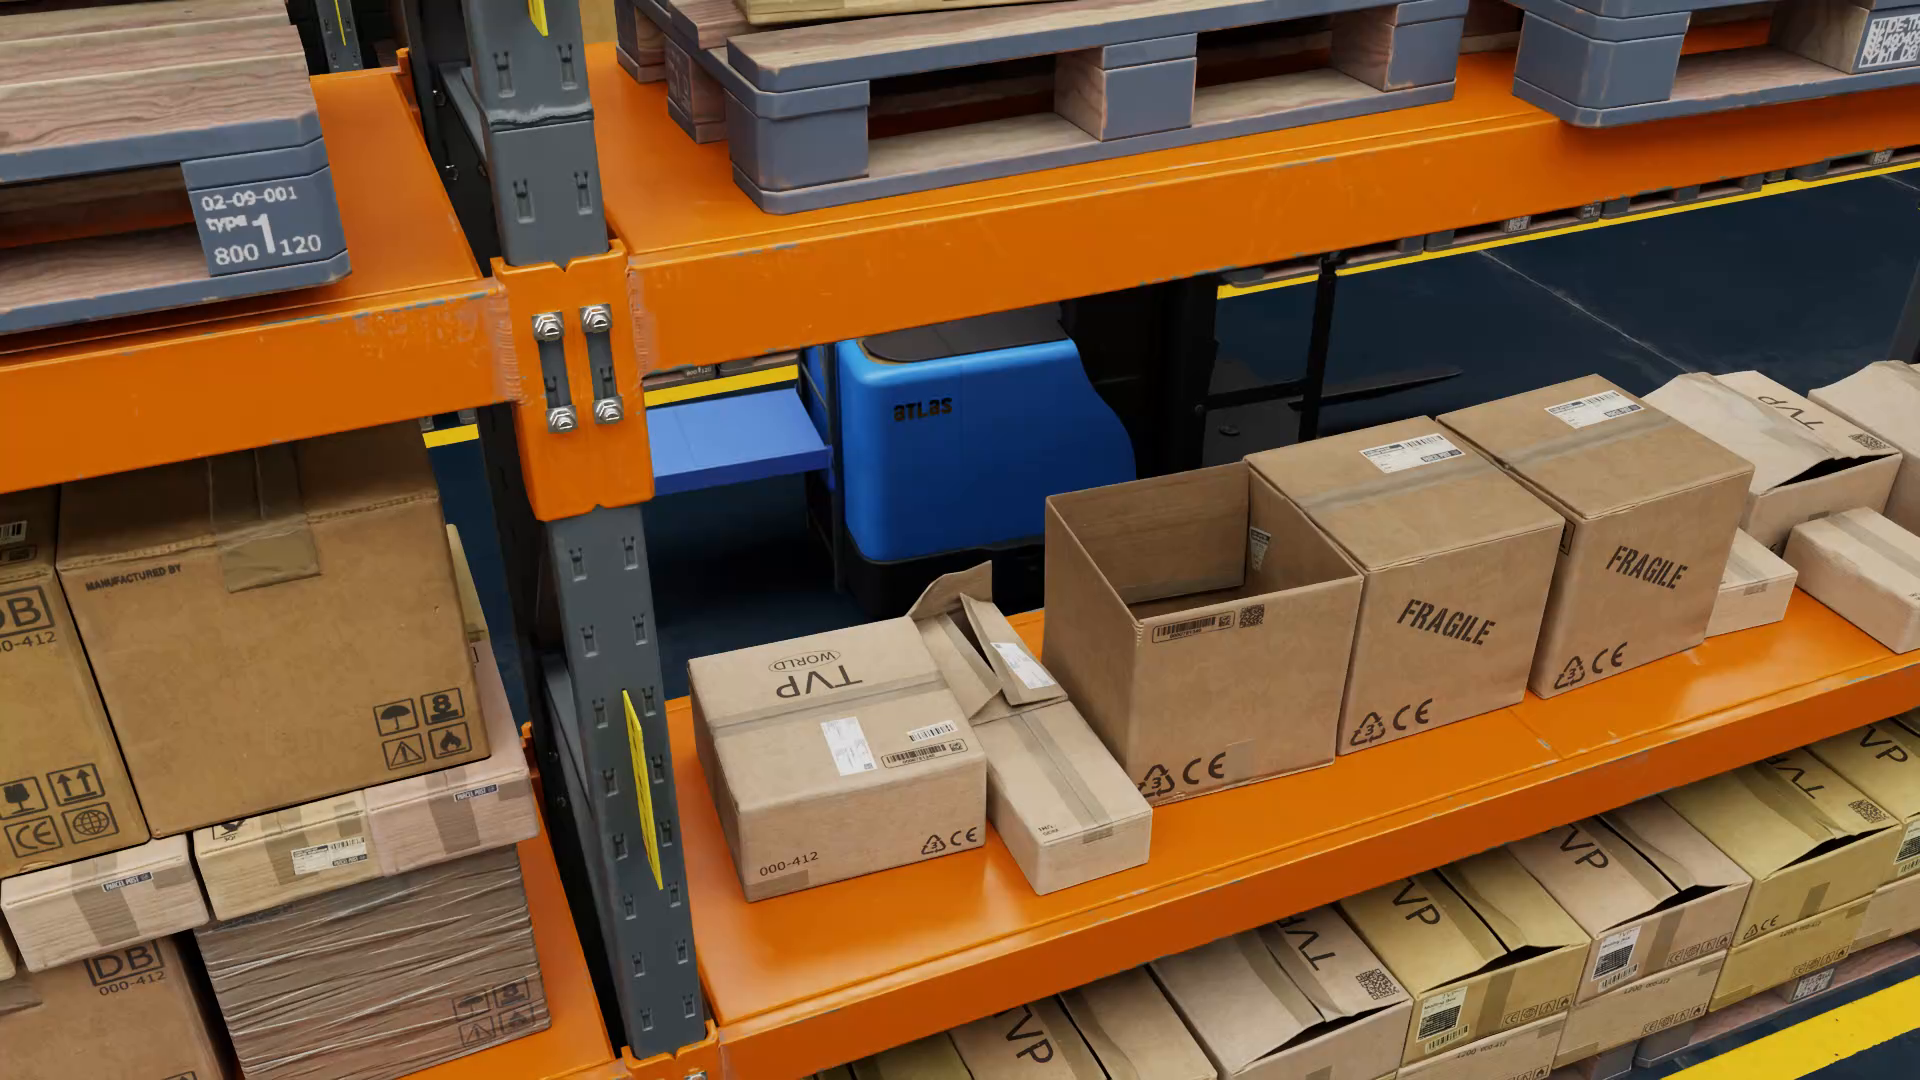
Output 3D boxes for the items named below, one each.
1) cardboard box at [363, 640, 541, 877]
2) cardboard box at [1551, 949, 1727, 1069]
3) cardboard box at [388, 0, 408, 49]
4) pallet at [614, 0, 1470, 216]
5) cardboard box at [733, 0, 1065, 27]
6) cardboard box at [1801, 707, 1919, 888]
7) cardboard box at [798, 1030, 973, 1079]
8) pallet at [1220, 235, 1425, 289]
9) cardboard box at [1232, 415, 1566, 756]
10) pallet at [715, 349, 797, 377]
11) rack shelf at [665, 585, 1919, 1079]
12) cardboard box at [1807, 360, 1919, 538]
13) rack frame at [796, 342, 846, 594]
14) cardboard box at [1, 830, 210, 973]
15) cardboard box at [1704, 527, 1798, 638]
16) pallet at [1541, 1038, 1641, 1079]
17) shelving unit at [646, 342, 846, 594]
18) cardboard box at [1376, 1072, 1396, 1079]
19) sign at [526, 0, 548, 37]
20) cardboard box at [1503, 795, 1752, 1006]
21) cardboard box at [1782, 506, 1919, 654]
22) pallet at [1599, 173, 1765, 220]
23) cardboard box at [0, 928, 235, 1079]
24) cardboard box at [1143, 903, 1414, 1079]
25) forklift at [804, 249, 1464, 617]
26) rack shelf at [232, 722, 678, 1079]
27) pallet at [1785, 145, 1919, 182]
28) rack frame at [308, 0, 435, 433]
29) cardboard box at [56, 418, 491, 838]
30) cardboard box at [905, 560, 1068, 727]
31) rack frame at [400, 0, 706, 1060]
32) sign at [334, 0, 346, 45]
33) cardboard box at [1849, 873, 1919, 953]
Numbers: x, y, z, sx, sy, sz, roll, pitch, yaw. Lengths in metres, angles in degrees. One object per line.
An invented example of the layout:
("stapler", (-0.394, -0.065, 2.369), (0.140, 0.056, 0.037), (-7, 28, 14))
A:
("cardboard box", (-0.868, 0.354, 2.769), (0.250, 0.149, 0.380), (-13, 35, -19))
("cardboard box", (1.658, 1.084, 4.470), (0.500, 0.250, 0.500), (-12, 35, -18))
("cardboard box", (-2.139, -2.304, 7.046), (0.500, 0.500, 0.700), (-13, 35, -19))
("pallet", (0.108, -0.867, 2.758), (1.217, 0.209, 0.805), (-14, 36, -21))
("cardboard box", (-0.129, -0.993, 2.528), (0.500, 0.250, 0.500), (-9, 34, -14))
("cardboard box", (2.600, 0.634, 4.647), (0.500, 0.311, 0.500), (-12, 35, -18))
("cardboard box", (-0.223, 1.282, 3.651), (0.500, 0.311, 0.500), (-13, 35, -19))
("pallet", (1.823, -1.792, 9.310), (1.213, 0.211, 1.003), (-13, 35, -19))
("cardboard box", (0.961, 0.090, 3.770), (0.500, 0.500, 0.500), (-13, 35, -19))
("pallet", (-0.778, -1.244, 8.468), (1.213, 0.211, 1.003), (-13, 35, -19))
("rack shelf", (1.144, 0.382, 4.072), (4.000, 0.370, 1.077), (-13, 35, -19))
("cardboard box", (2.635, -0.250, 4.465), (0.500, 0.311, 0.500), (-11, 35, -16))
("rack frame", (-0.535, -0.551, 6.222), (0.032, 1.500, 0.500), (-10, 34, -15))
("cardboard box", (-1.338, 0.462, 2.604), (0.250, 0.149, 0.380), (-14, 36, -20))
("cardboard box", (1.834, 0.061, 4.136), (0.250, 0.149, 0.380), (-10, 34, -15))
("pallet", (1.090, 1.237, 4.656), (1.213, 0.211, 1.003), (-13, 35, -19))
("shelving unit", (-1.017, -0.463, 6.087), (1.048, 1.500, 0.538), (-10, 34, -15))
("cardboard box", (0.716, 1.300, 4.137), (0.500, 0.250, 0.500), (-14, 36, -20))
("sign", (-0.484, -0.726, 1.818), (0.005, 0.325, 0.100), (-13, 35, -19))
("cardboard box", (1.657, 0.852, 4.312), (0.500, 0.311, 0.500), (-13, 35, -19))
("cardboard box", (2.265, 0.092, 4.088), (0.250, 0.149, 0.380), (-13, 35, -19))
("pallet", (4.072, -2.307, 10.102), (1.213, 0.211, 1.003), (-13, 35, -19))
("cardboard box", (-1.591, 0.672, 2.875), (0.500, 0.500, 0.700), (-13, 35, -19))
("cardboard box", (0.717, 1.069, 3.978), (0.500, 0.311, 0.500), (-14, 36, -20))
("forklift", (0.929, -1.397, 6.210), (3.031, 2.935, 1.130), (-10, 34, -15))
("rack shelf", (-2.545, 1.226, 2.774), (4.000, 0.370, 1.077), (-13, 35, -19))
("pallet", (5.486, -2.629, 10.597), (1.213, 0.211, 1.003), (-13, 35, -19))
("rack frame", (-2.622, -1.988, 7.054), (0.127, 3.000, 1.000), (-13, 35, -19))
("cardboard box", (-1.107, 0.014, 2.697), (0.500, 0.500, 0.700), (-13, 35, -19))
("cardboard box", (0.039, 0.281, 3.691), (0.258, 0.266, 0.396), (-14, 35, -20))
("rack frame", (-0.701, 0.503, 3.227), (0.127, 3.000, 1.000), (-13, 35, -19))
("sign", (-2.405, -2.079, 6.401), (0.005, 0.325, 0.100), (-13, 35, -19))
("cardboard box", (2.597, 0.868, 4.801), (0.500, 0.250, 0.500), (-12, 35, -18))
